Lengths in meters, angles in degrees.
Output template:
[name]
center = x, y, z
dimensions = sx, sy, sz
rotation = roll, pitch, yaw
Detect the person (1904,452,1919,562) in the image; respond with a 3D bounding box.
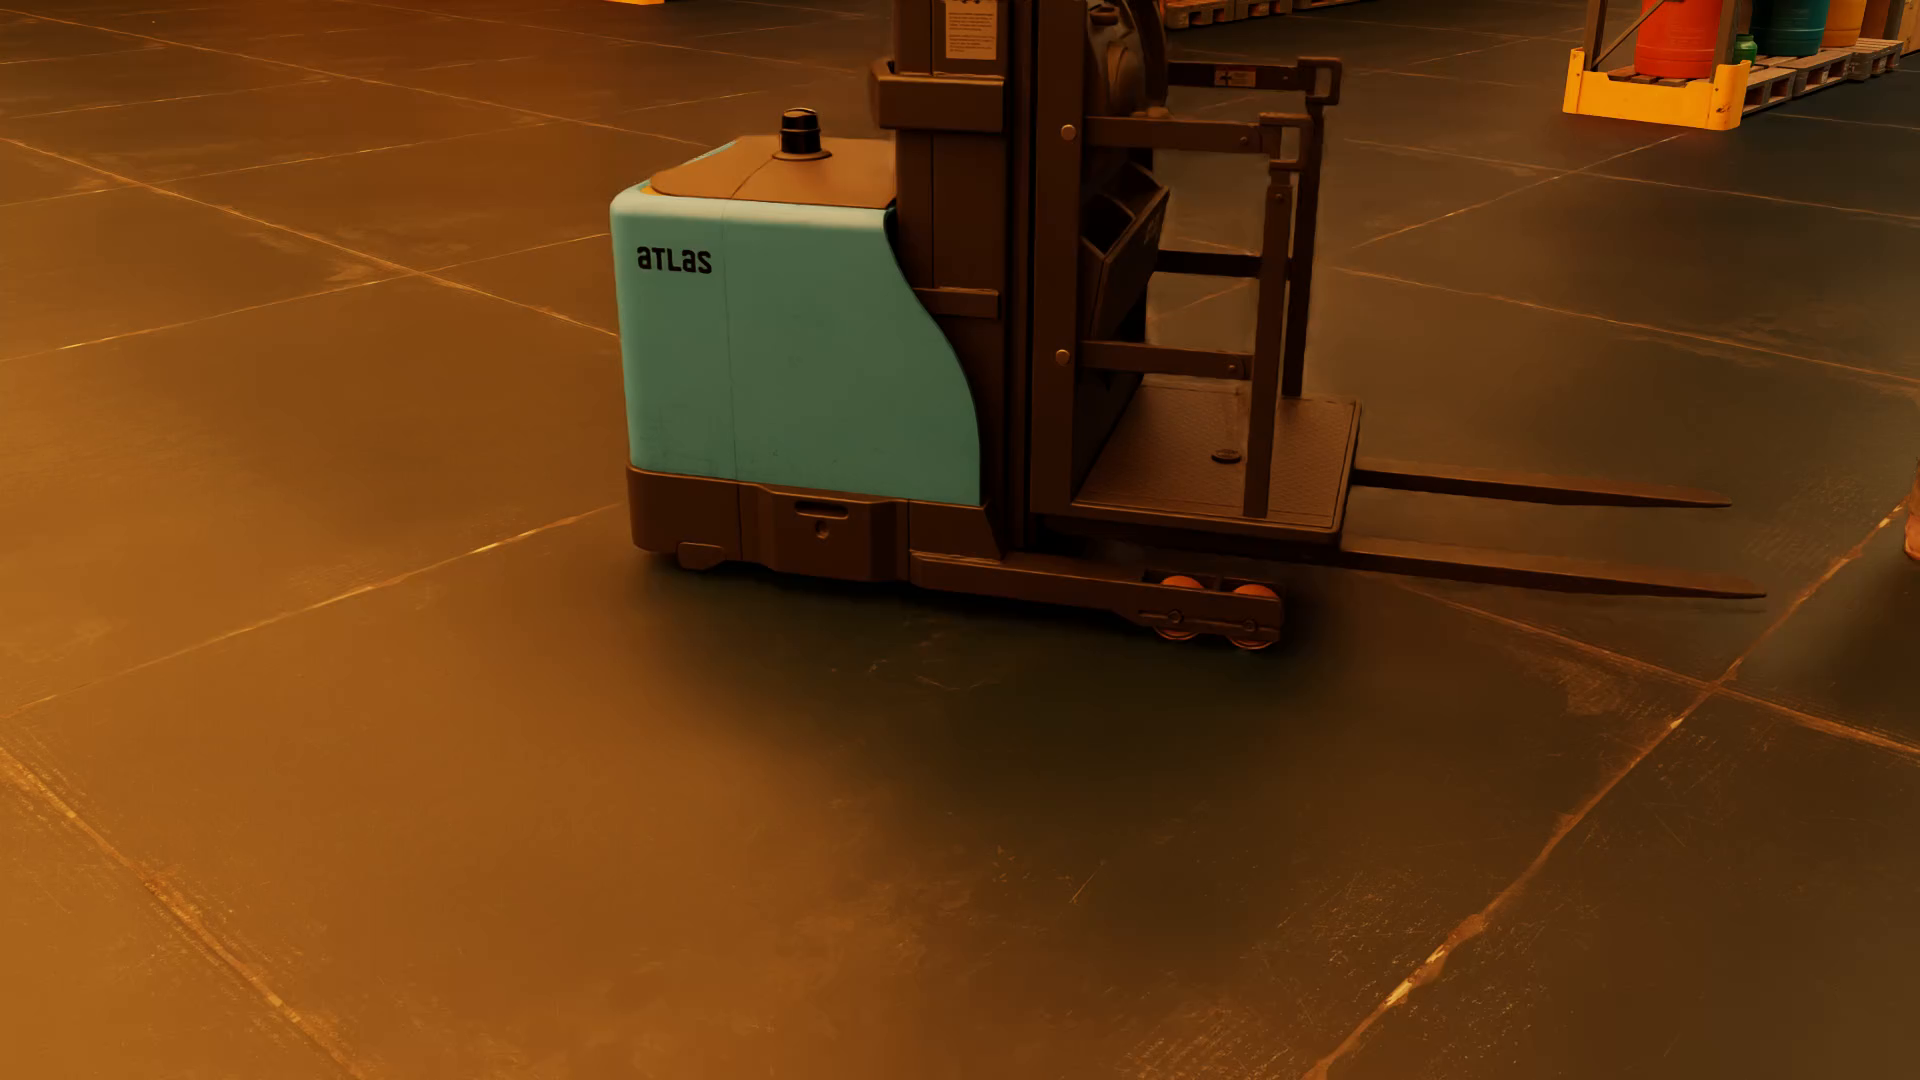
[person]
center = 3.028, -0.734, 4.643
dimensions = 0.580, 1.646, 0.575
rotation = 15, 28, 31

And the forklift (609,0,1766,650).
[forklift]
center = 0.626, -1.294, 4.278
dimensions = 3.031, 2.935, 1.130
rotation = 6, 24, 14
